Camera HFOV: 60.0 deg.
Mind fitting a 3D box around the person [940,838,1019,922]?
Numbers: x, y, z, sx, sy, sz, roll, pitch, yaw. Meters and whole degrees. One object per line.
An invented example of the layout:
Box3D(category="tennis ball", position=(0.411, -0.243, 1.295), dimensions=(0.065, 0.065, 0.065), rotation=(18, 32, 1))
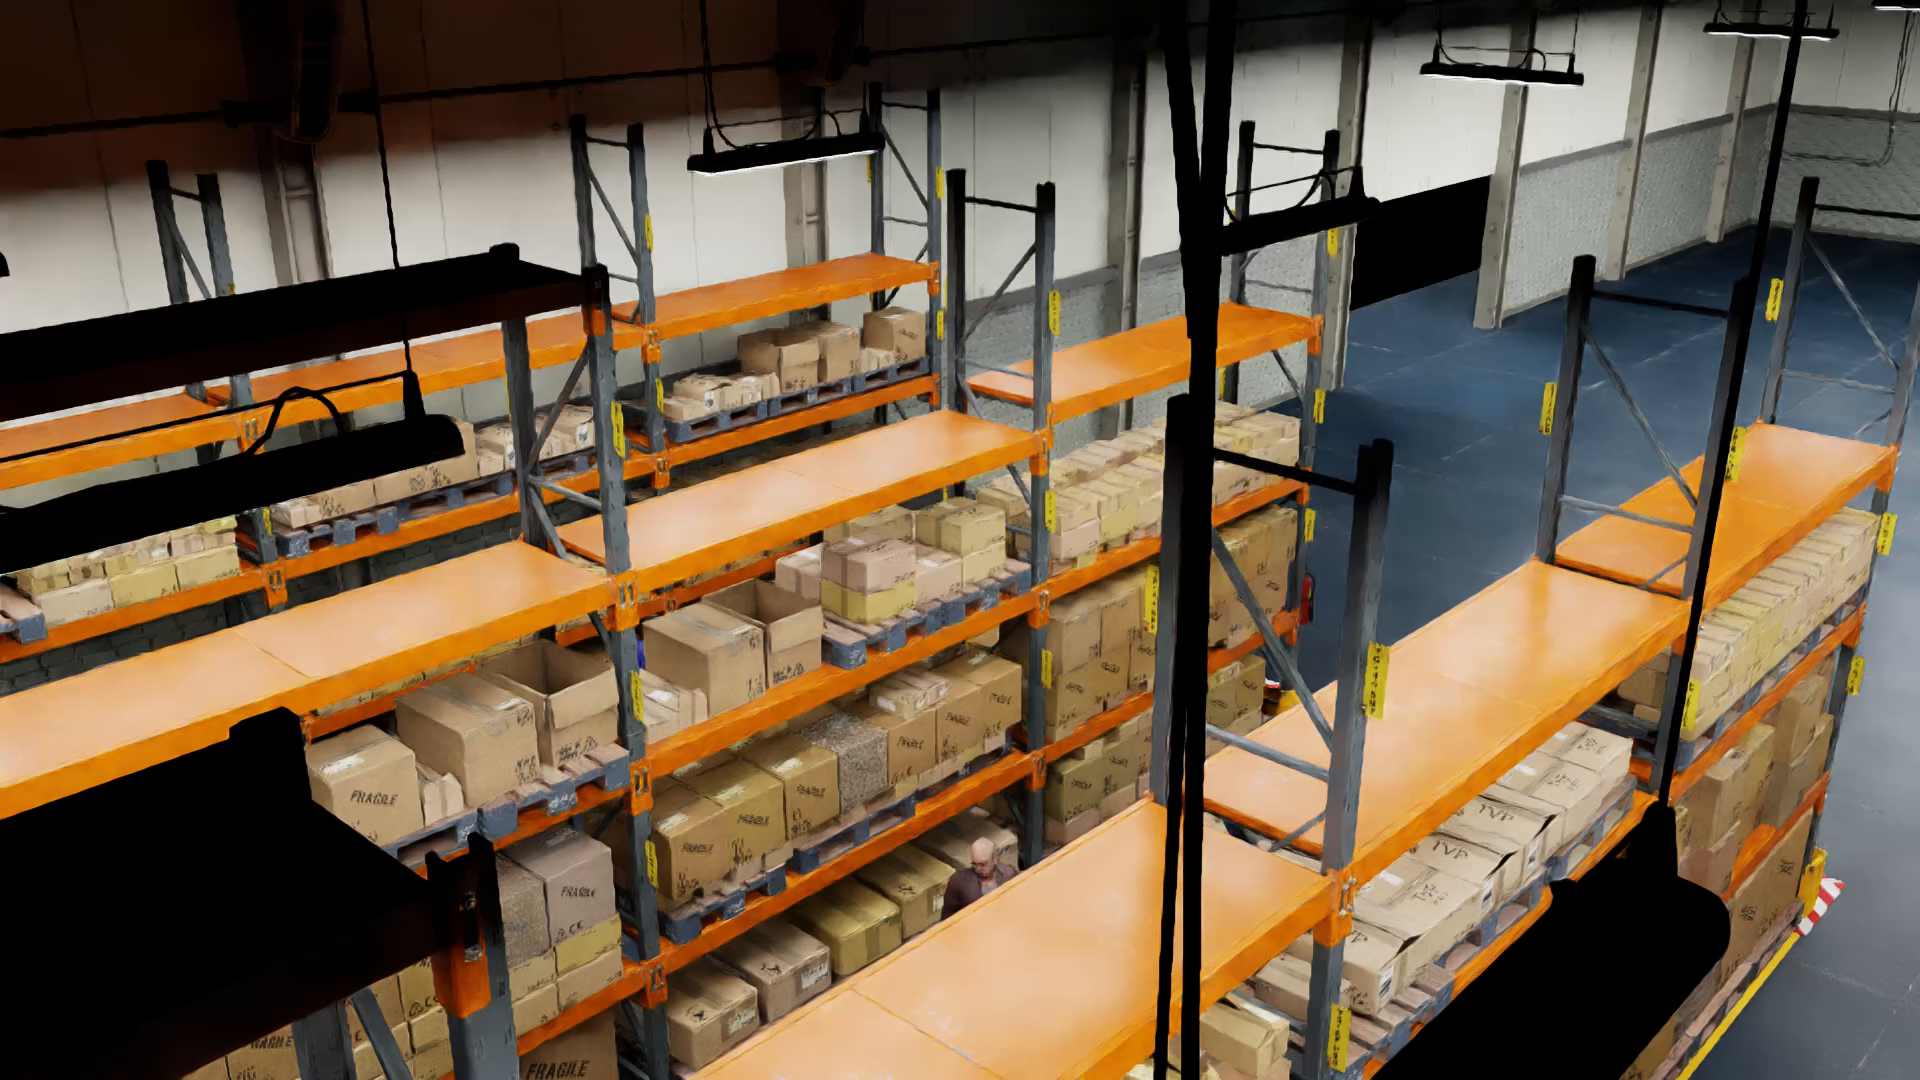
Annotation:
Box3D(category="person", position=(0.170, 2.943, 11.932), dimensions=(0.684, 1.774, 0.642), rotation=(-8, 23, -20))

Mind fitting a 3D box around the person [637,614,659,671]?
Box3D(category="person", position=(-2.869, 1.474, 15.904), dimensions=(0.574, 1.652, 0.538), rotation=(-9, 23, -21))
